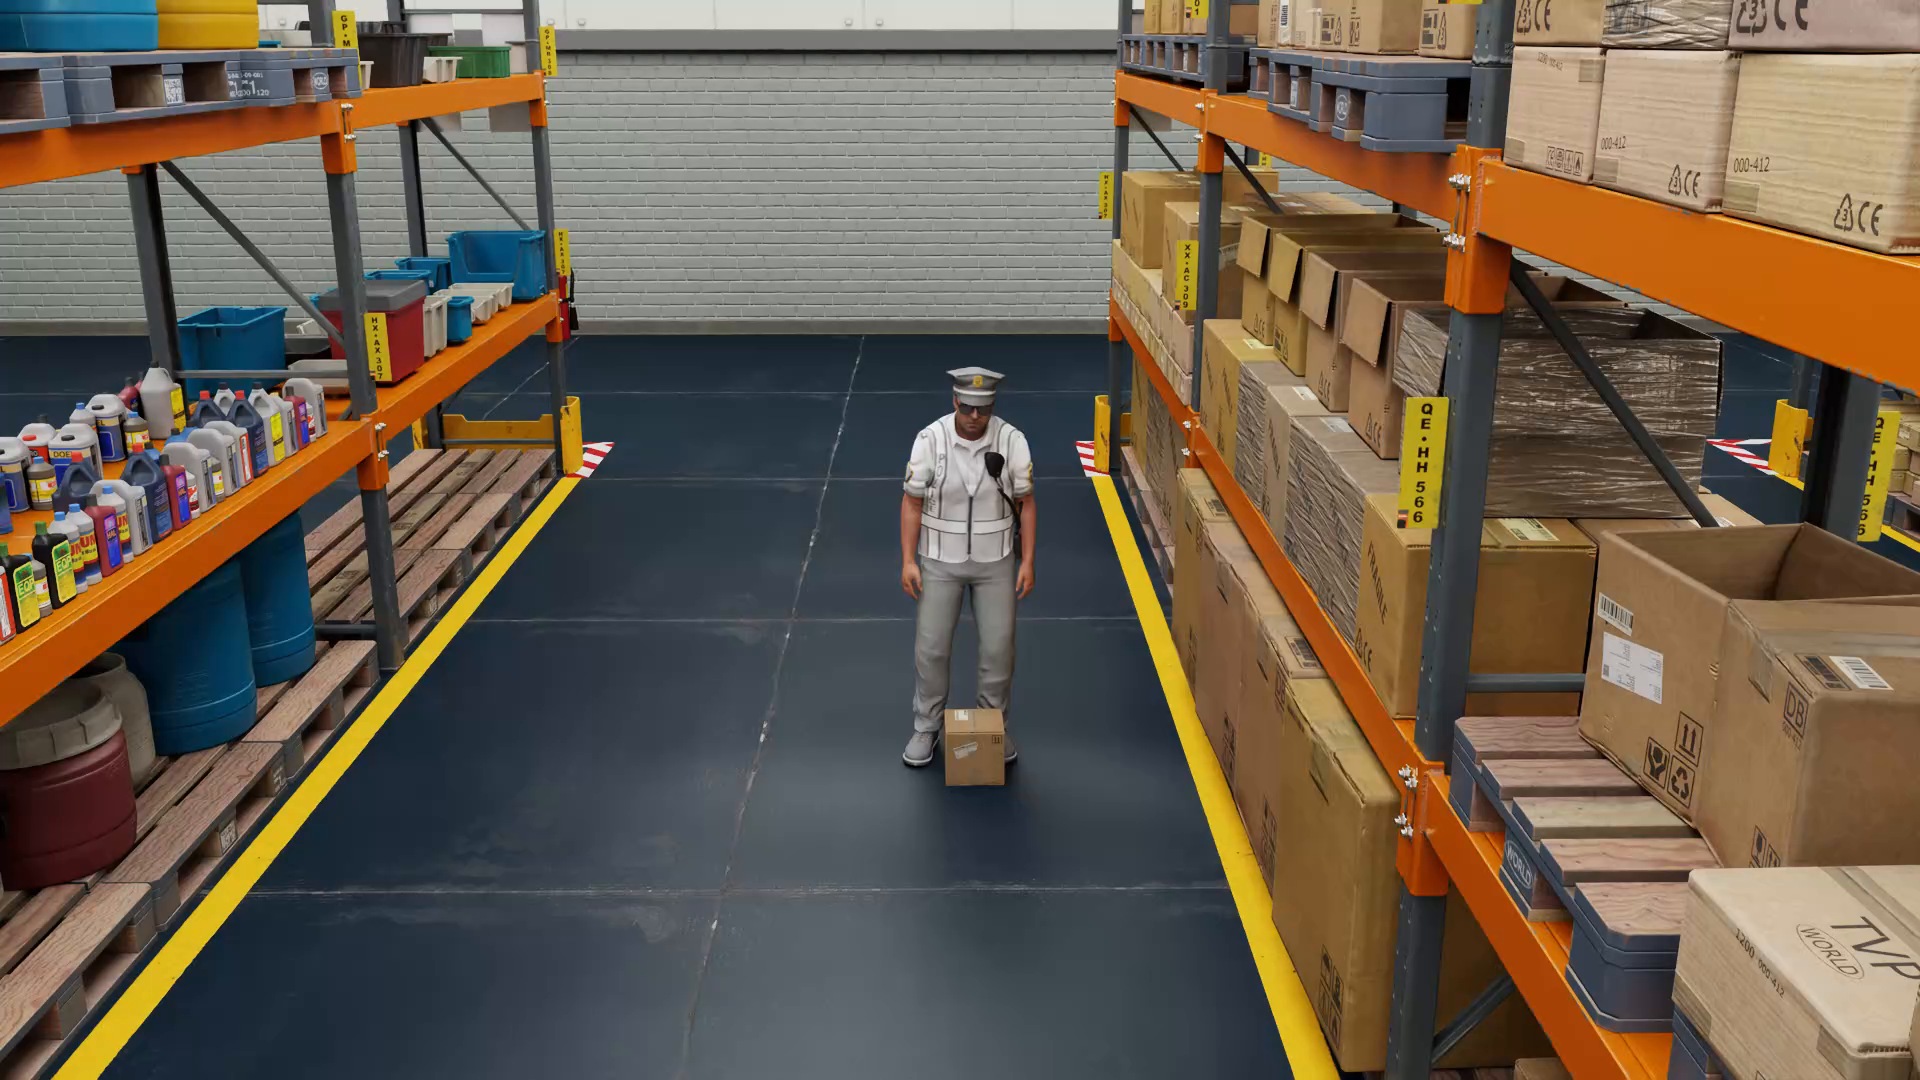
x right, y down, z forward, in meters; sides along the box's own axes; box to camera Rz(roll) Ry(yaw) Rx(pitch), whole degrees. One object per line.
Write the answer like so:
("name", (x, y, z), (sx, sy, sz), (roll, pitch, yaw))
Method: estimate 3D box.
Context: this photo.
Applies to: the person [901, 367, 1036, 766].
("person", (0.037, 0.096, 7.216), (0.588, 1.748, 0.435), (-1, 17, -2))
